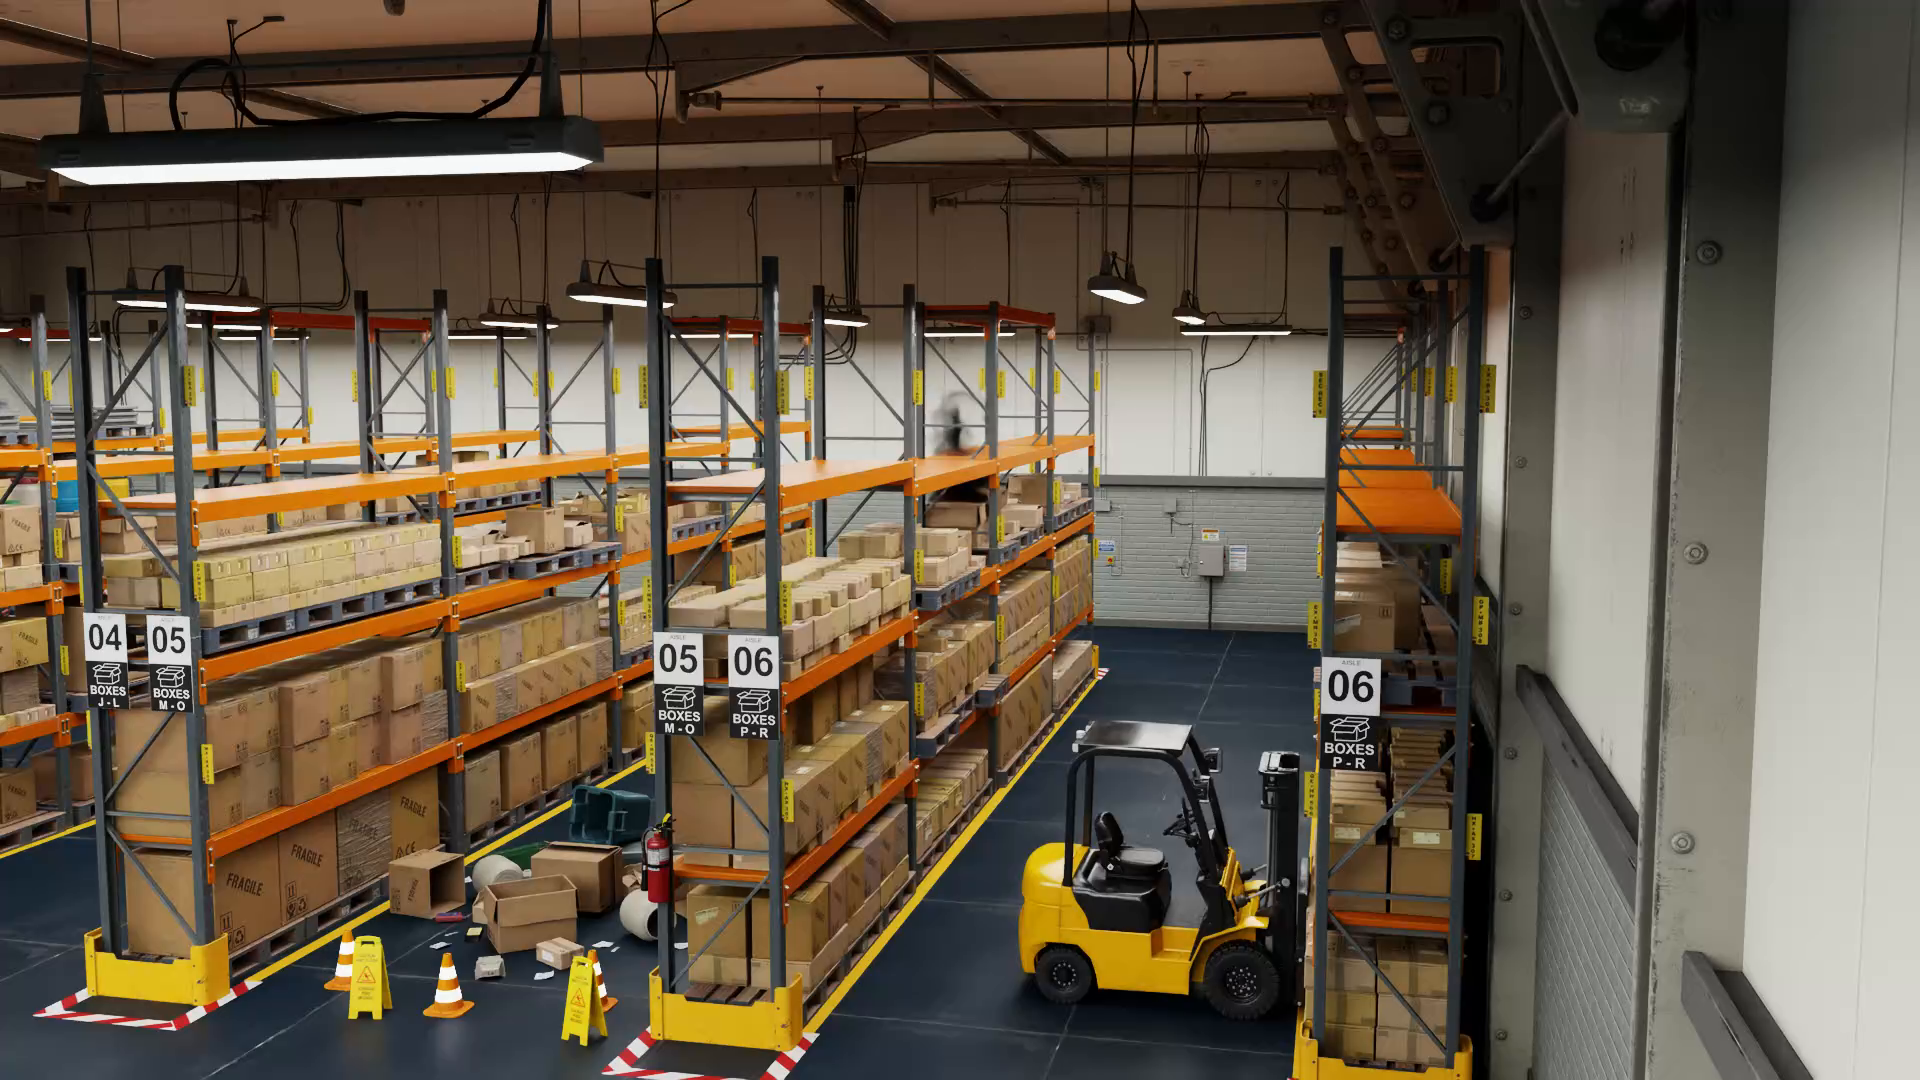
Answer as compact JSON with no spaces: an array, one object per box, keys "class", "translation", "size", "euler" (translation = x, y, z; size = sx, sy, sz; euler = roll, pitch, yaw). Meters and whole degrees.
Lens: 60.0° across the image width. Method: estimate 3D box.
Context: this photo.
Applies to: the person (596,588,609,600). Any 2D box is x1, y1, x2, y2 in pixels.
[{"class":"person","translation":[-5.549,1.641,26.270],"size":[0.664,1.780,0.873],"euler":[1,6,14]}]
